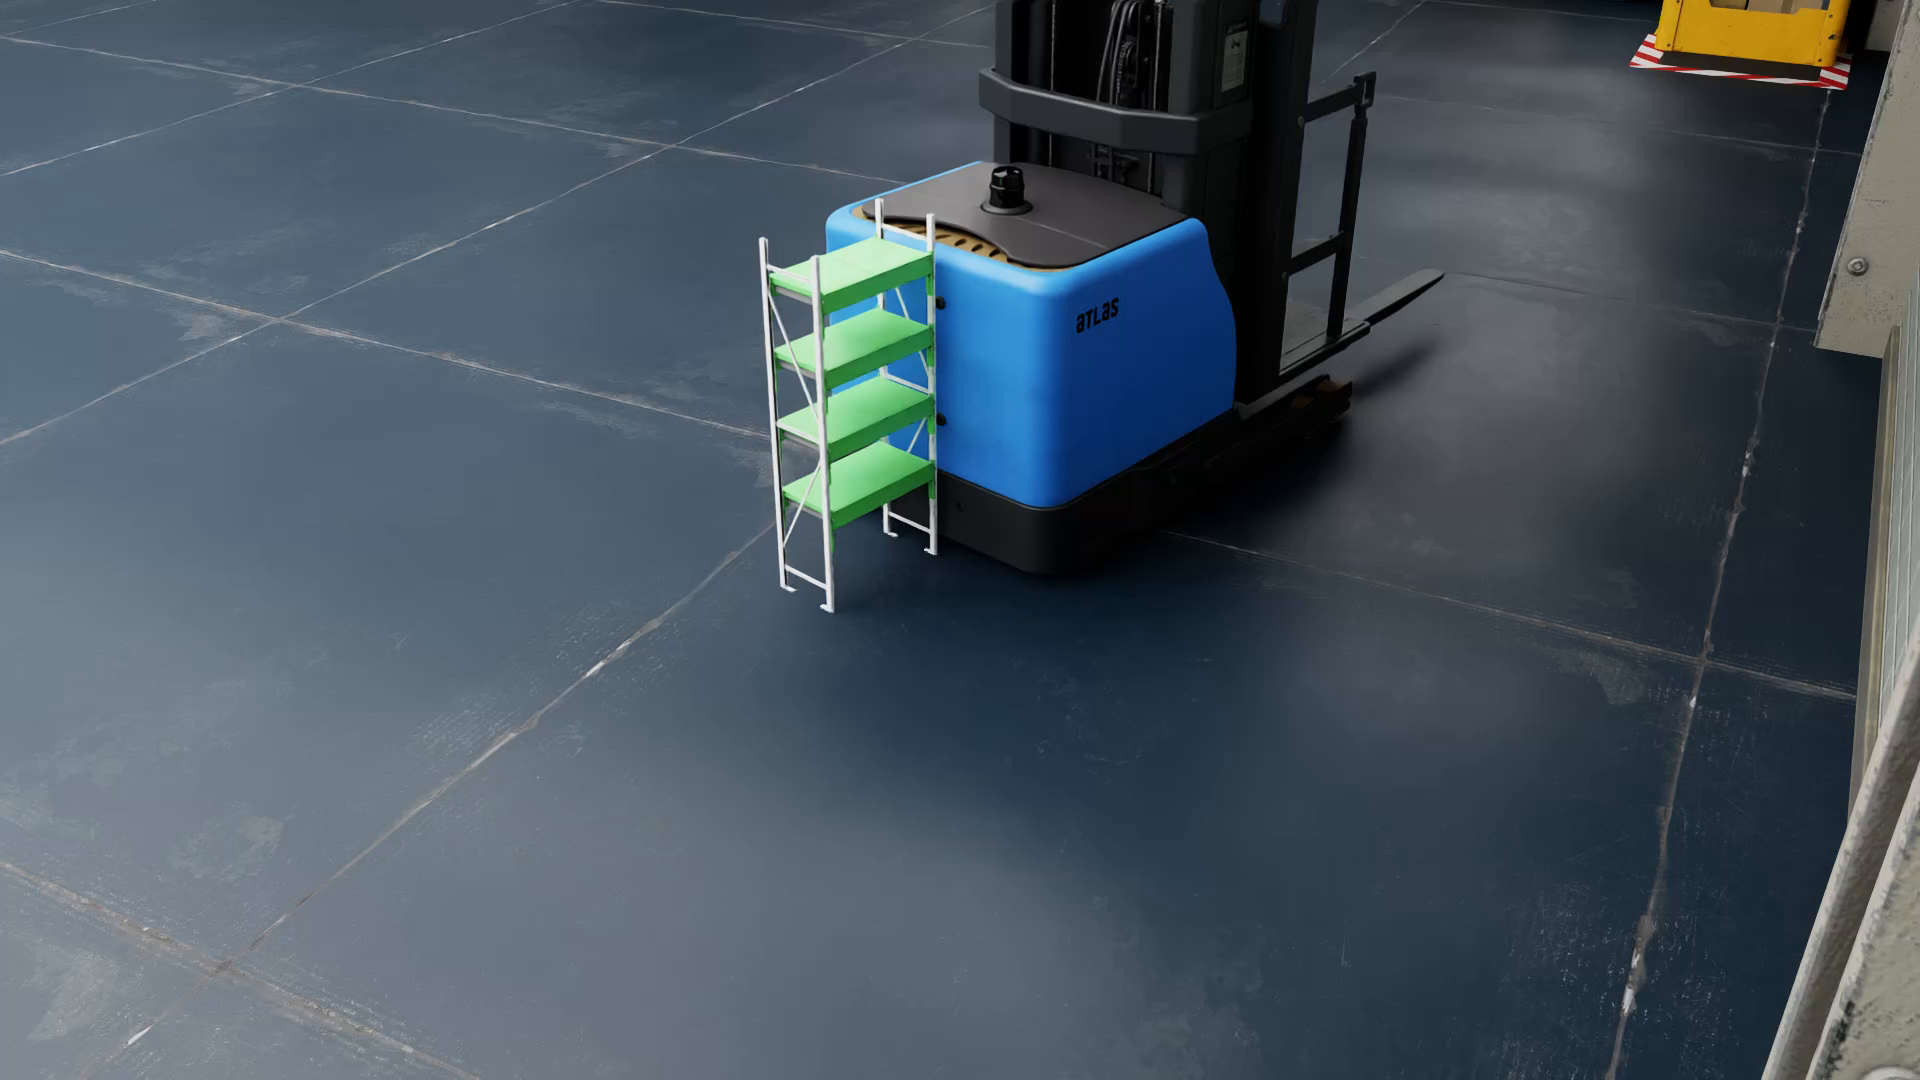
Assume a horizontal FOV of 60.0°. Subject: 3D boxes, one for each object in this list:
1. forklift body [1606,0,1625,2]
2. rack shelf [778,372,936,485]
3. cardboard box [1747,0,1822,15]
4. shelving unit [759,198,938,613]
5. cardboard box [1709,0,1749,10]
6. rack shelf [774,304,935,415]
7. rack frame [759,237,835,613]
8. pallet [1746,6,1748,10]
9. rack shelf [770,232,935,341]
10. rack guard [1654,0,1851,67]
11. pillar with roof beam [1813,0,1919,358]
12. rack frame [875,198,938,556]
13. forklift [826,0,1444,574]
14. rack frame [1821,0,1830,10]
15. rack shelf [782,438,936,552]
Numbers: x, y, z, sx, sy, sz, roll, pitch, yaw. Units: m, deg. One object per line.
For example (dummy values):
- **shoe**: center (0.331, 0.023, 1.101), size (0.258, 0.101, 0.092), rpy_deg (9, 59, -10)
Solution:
- **forklift body**: center (4.780, -5.633, 13.400), size (2.313, 2.155, 1.214), rpy_deg (14, 33, 23)
- **rack shelf**: center (-0.333, -0.362, 5.304), size (0.258, 0.148, 0.480), rpy_deg (24, 38, 35)
- **cardboard box**: center (5.939, -3.910, 11.886), size (0.500, 0.250, 0.500), rpy_deg (14, 33, 23)
- **shelving unit**: center (-0.333, -0.418, 5.272), size (0.258, 1.200, 0.503), rpy_deg (24, 38, 35)
- **cardboard box**: center (5.473, -4.016, 12.072), size (0.500, 0.250, 0.500), rpy_deg (15, 33, 24)
- **rack shelf**: center (-0.333, -0.570, 5.185), size (0.258, 0.148, 0.480), rpy_deg (24, 38, 35)
- **rack frame**: center (-0.496, -0.327, 5.115), size (0.240, 1.200, 0.015), rpy_deg (24, 38, 35)
- **pallet**: center (5.852, -3.886, 12.305), size (1.003, 0.211, 1.213), rpy_deg (14, 33, 23)
- **rack shelf**: center (-0.333, -0.778, 5.065), size (0.258, 0.148, 0.480), rpy_deg (24, 38, 35)
- **rack guard**: center (5.530, -3.652, 11.608), size (1.175, 0.500, 0.348), rpy_deg (14, 33, 23)
- **pillar with roof beam**: center (0.095, -5.769, 6.760), size (9.100, 9.000, 0.400), rpy_deg (14, 33, 23)
- **rack frame**: center (-0.170, -0.508, 5.430), size (0.240, 1.200, 0.015), rpy_deg (24, 38, 35)
- **forklift**: center (0.894, -1.812, 5.961), size (1.130, 2.935, 3.031), rpy_deg (24, 38, 35)
- **rack frame**: center (5.541, -4.747, 11.004), size (1.000, 3.000, 0.127), rpy_deg (14, 33, 23)
- **rack shelf**: center (-0.333, -0.154, 5.424), size (0.258, 0.148, 0.480), rpy_deg (24, 38, 35)
